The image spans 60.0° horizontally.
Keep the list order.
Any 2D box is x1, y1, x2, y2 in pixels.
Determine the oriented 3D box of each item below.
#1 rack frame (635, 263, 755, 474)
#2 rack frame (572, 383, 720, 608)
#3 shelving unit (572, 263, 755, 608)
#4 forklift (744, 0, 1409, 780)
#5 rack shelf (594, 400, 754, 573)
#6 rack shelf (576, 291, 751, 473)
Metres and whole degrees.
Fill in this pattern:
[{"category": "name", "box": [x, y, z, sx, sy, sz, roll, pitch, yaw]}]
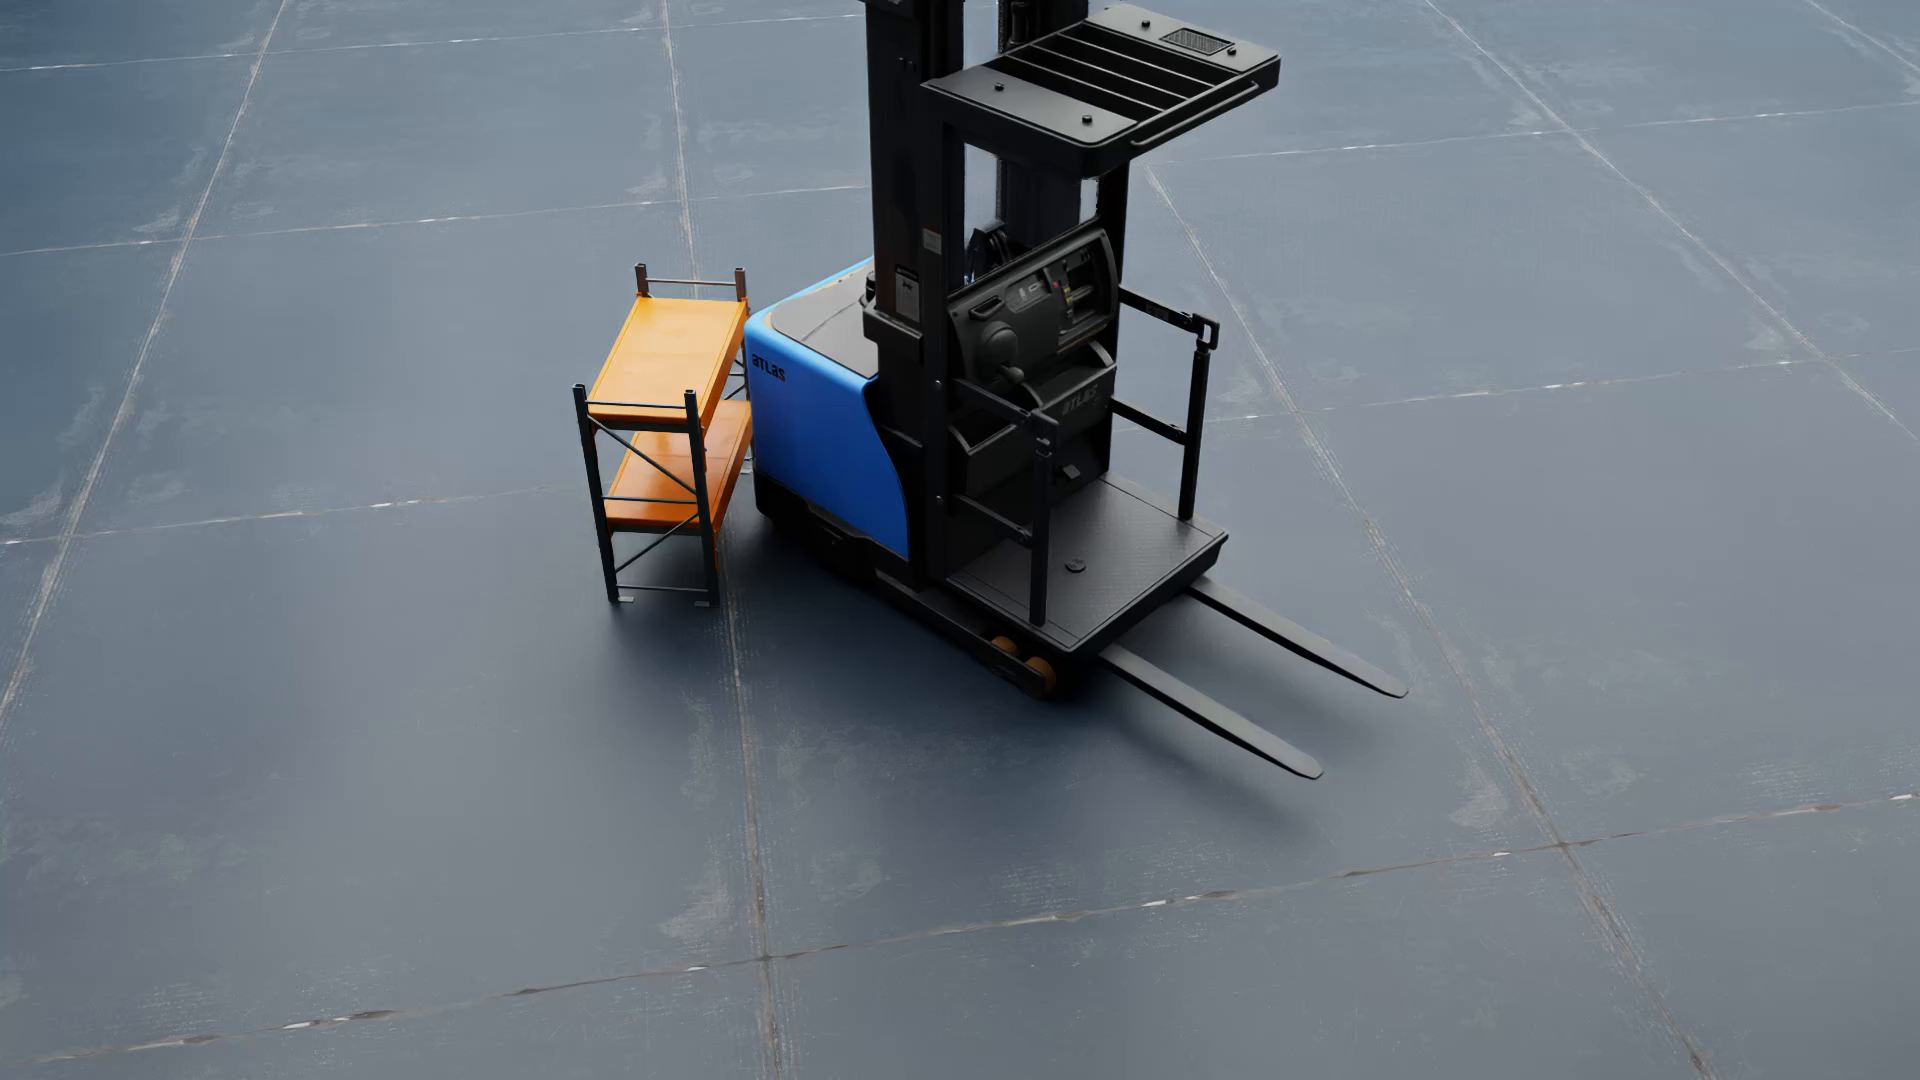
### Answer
[{"category": "rack frame", "box": [-1.219, -0.788, 7.847, 0.500, 1.125, 0.032, 3, 38, 4]}, {"category": "rack frame", "box": [-1.314, -0.167, 7.048, 0.500, 1.125, 0.032, 3, 38, 4]}, {"category": "shelving unit", "box": [-1.267, -0.477, 7.448, 0.538, 1.125, 1.048, 3, 38, 4]}, {"category": "forklift", "box": [0.457, -0.868, 6.479, 3.031, 2.935, 1.130, 30, 47, 33]}, {"category": "rack shelf", "box": [-1.267, -0.284, 7.598, 0.538, 0.278, 1.000, 3, 38, 4]}, {"category": "rack shelf", "box": [-1.267, -0.708, 7.268, 0.538, 0.278, 1.000, 3, 38, 4]}]
